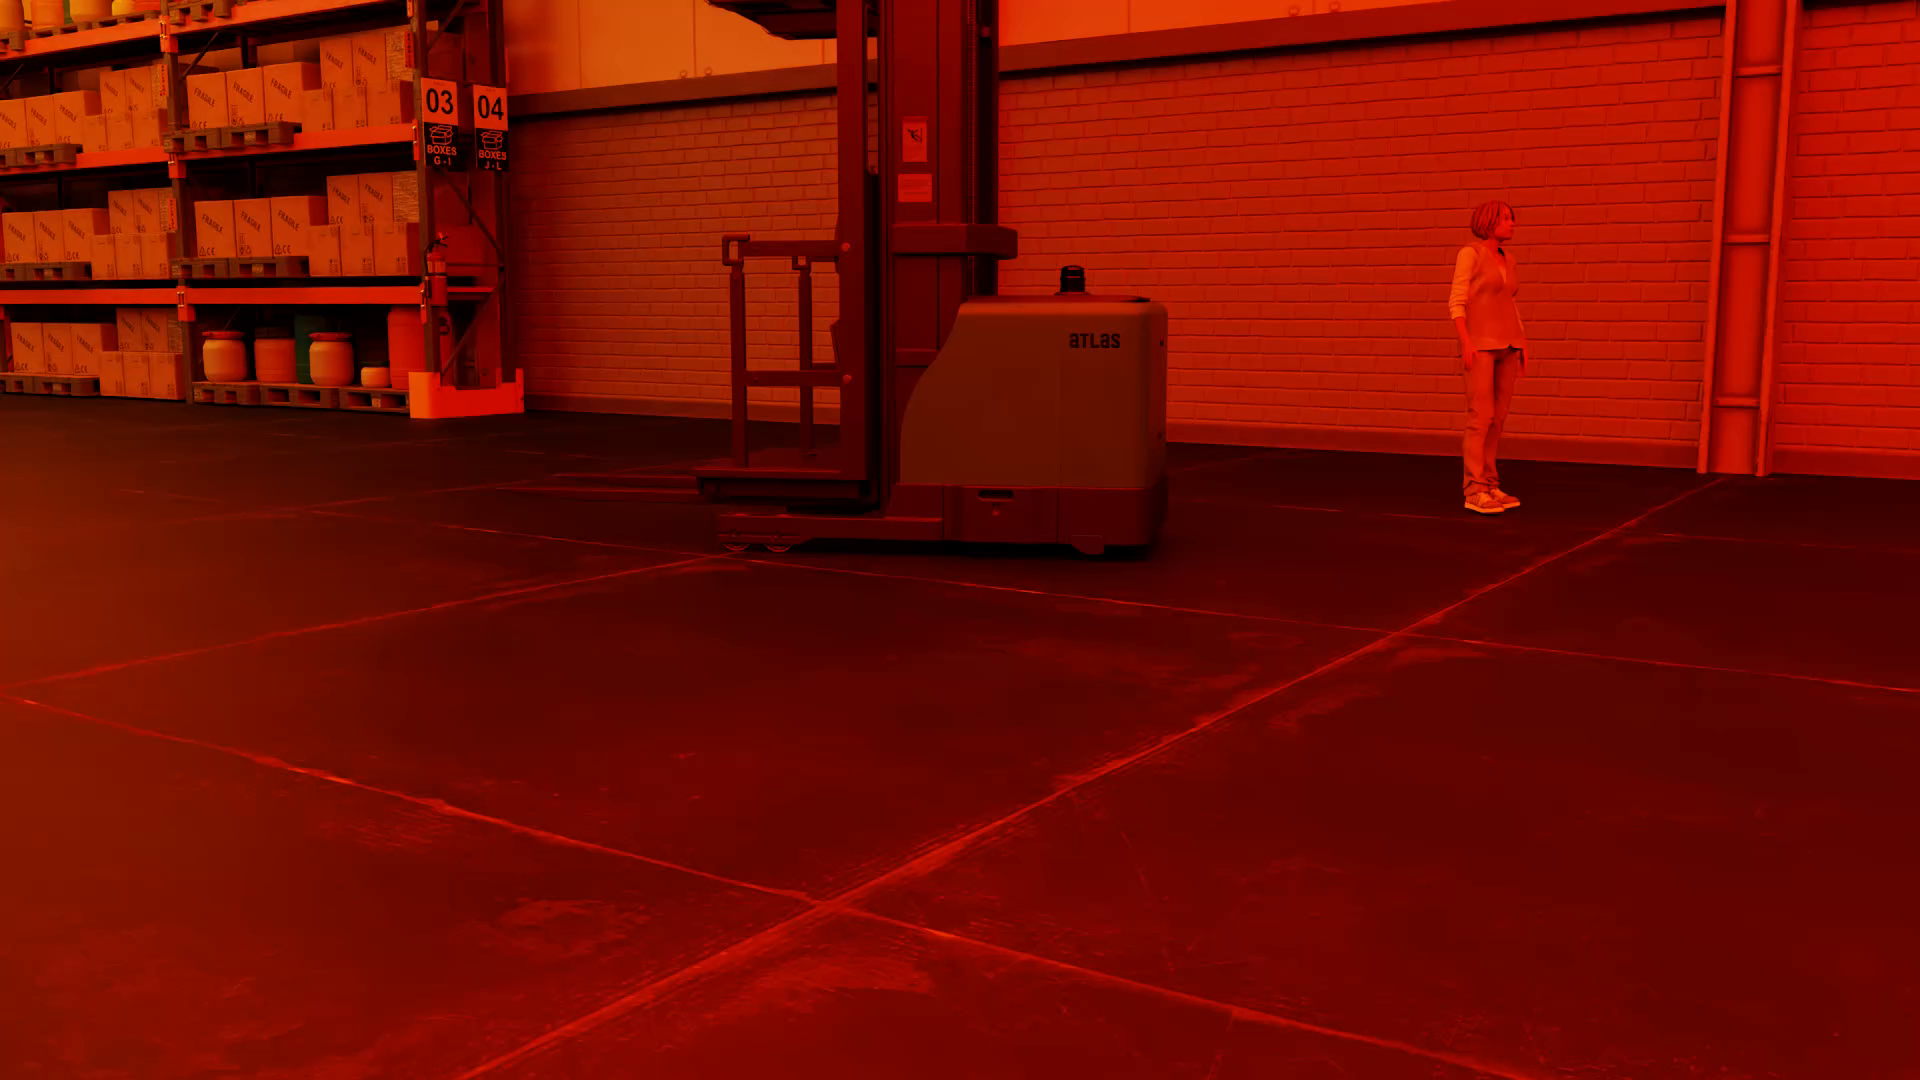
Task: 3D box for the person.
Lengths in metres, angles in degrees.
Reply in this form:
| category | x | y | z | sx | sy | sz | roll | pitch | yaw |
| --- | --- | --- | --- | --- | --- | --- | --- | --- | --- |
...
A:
| category | x | y | z | sx | sy | sz | roll | pitch | yaw |
| --- | --- | --- | --- | --- | --- | --- | --- | --- | --- |
| person | 2.797 | -0.958 | 8.618 | 0.519 | 1.596 | 0.477 | -5 | 10 | -33 |

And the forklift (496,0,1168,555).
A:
| category | x | y | z | sx | sy | sz | roll | pitch | yaw |
| --- | --- | --- | --- | --- | --- | --- | --- | --- | --- |
| forklift | -0.596 | -1.469 | 7.520 | 3.031 | 2.935 | 1.130 | 2 | 8 | 12 |
